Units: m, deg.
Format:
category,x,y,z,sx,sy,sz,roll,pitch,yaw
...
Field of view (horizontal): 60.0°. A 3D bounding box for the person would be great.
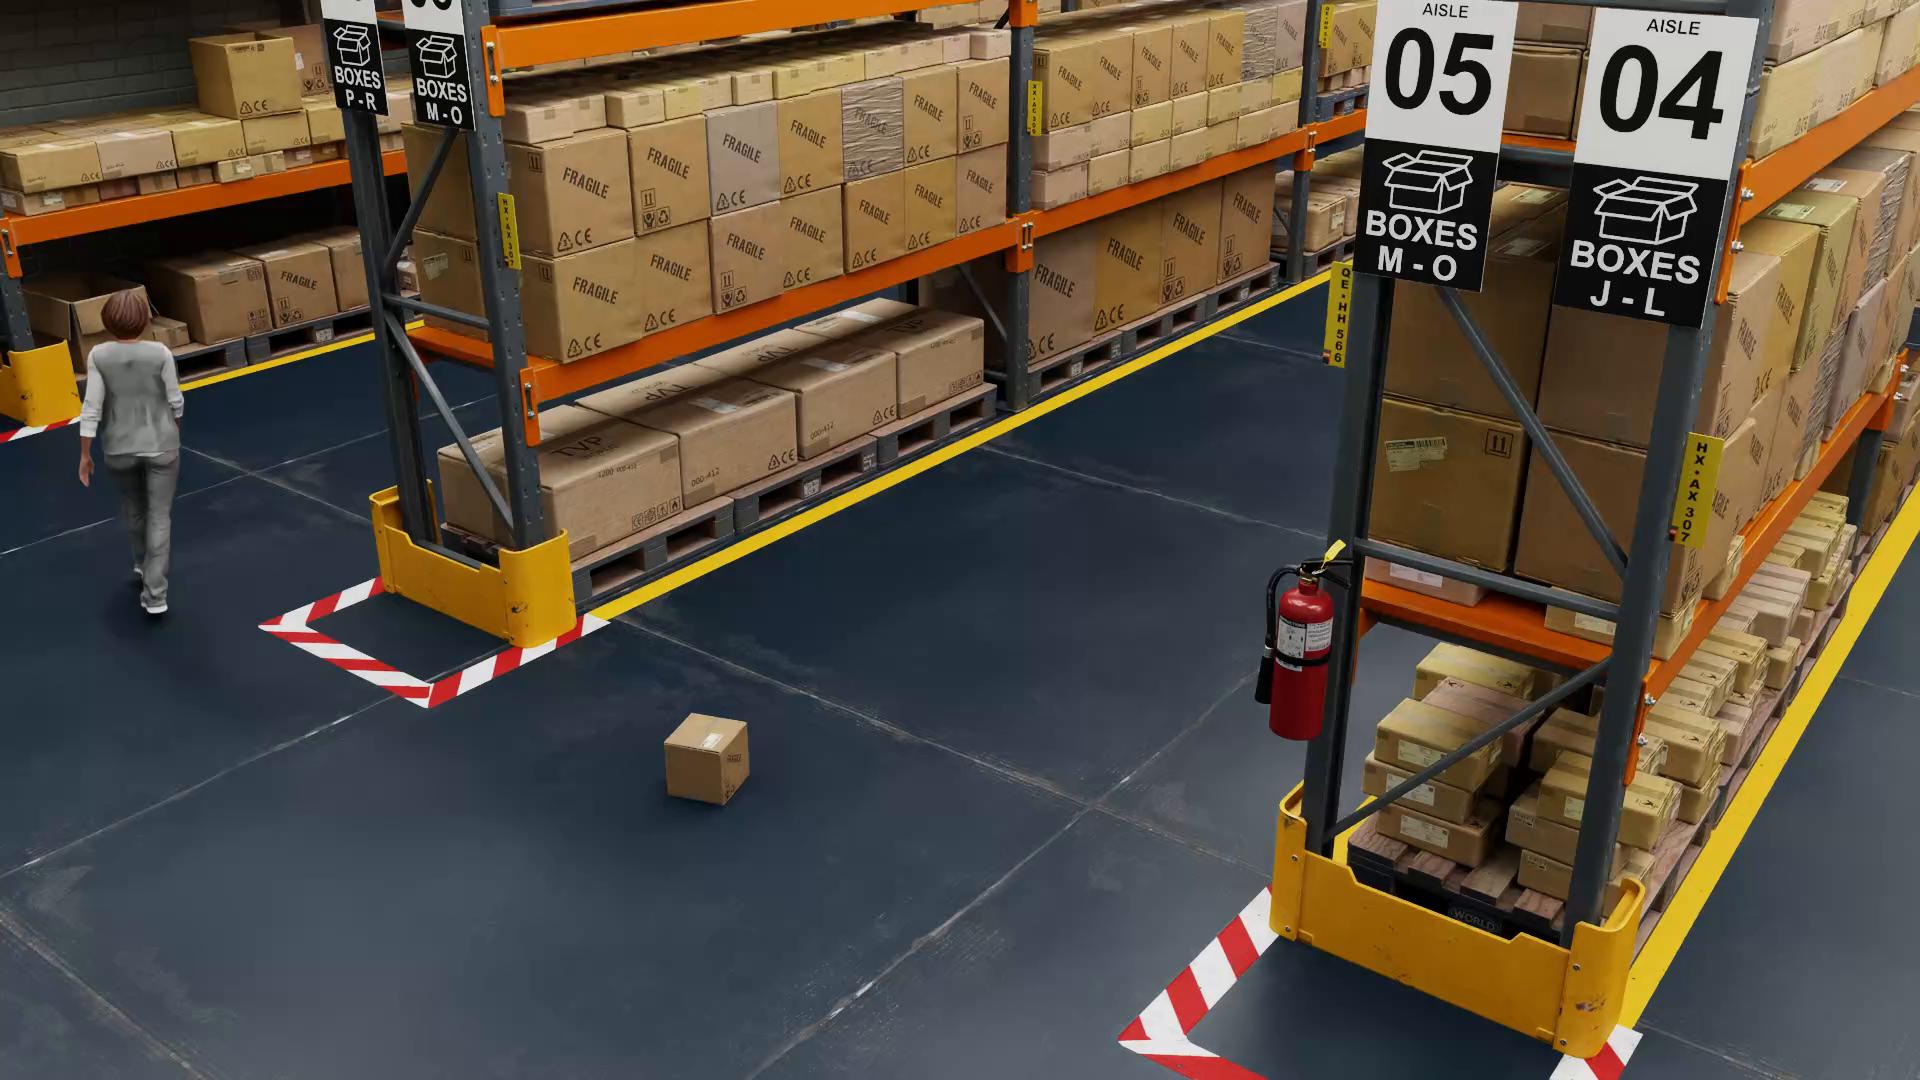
category,x,y,z,sx,sy,sz,roll,pitch,yaw
person,-4.018,-0.460,8.136,0.489,1.573,0.755,-7,25,-16
